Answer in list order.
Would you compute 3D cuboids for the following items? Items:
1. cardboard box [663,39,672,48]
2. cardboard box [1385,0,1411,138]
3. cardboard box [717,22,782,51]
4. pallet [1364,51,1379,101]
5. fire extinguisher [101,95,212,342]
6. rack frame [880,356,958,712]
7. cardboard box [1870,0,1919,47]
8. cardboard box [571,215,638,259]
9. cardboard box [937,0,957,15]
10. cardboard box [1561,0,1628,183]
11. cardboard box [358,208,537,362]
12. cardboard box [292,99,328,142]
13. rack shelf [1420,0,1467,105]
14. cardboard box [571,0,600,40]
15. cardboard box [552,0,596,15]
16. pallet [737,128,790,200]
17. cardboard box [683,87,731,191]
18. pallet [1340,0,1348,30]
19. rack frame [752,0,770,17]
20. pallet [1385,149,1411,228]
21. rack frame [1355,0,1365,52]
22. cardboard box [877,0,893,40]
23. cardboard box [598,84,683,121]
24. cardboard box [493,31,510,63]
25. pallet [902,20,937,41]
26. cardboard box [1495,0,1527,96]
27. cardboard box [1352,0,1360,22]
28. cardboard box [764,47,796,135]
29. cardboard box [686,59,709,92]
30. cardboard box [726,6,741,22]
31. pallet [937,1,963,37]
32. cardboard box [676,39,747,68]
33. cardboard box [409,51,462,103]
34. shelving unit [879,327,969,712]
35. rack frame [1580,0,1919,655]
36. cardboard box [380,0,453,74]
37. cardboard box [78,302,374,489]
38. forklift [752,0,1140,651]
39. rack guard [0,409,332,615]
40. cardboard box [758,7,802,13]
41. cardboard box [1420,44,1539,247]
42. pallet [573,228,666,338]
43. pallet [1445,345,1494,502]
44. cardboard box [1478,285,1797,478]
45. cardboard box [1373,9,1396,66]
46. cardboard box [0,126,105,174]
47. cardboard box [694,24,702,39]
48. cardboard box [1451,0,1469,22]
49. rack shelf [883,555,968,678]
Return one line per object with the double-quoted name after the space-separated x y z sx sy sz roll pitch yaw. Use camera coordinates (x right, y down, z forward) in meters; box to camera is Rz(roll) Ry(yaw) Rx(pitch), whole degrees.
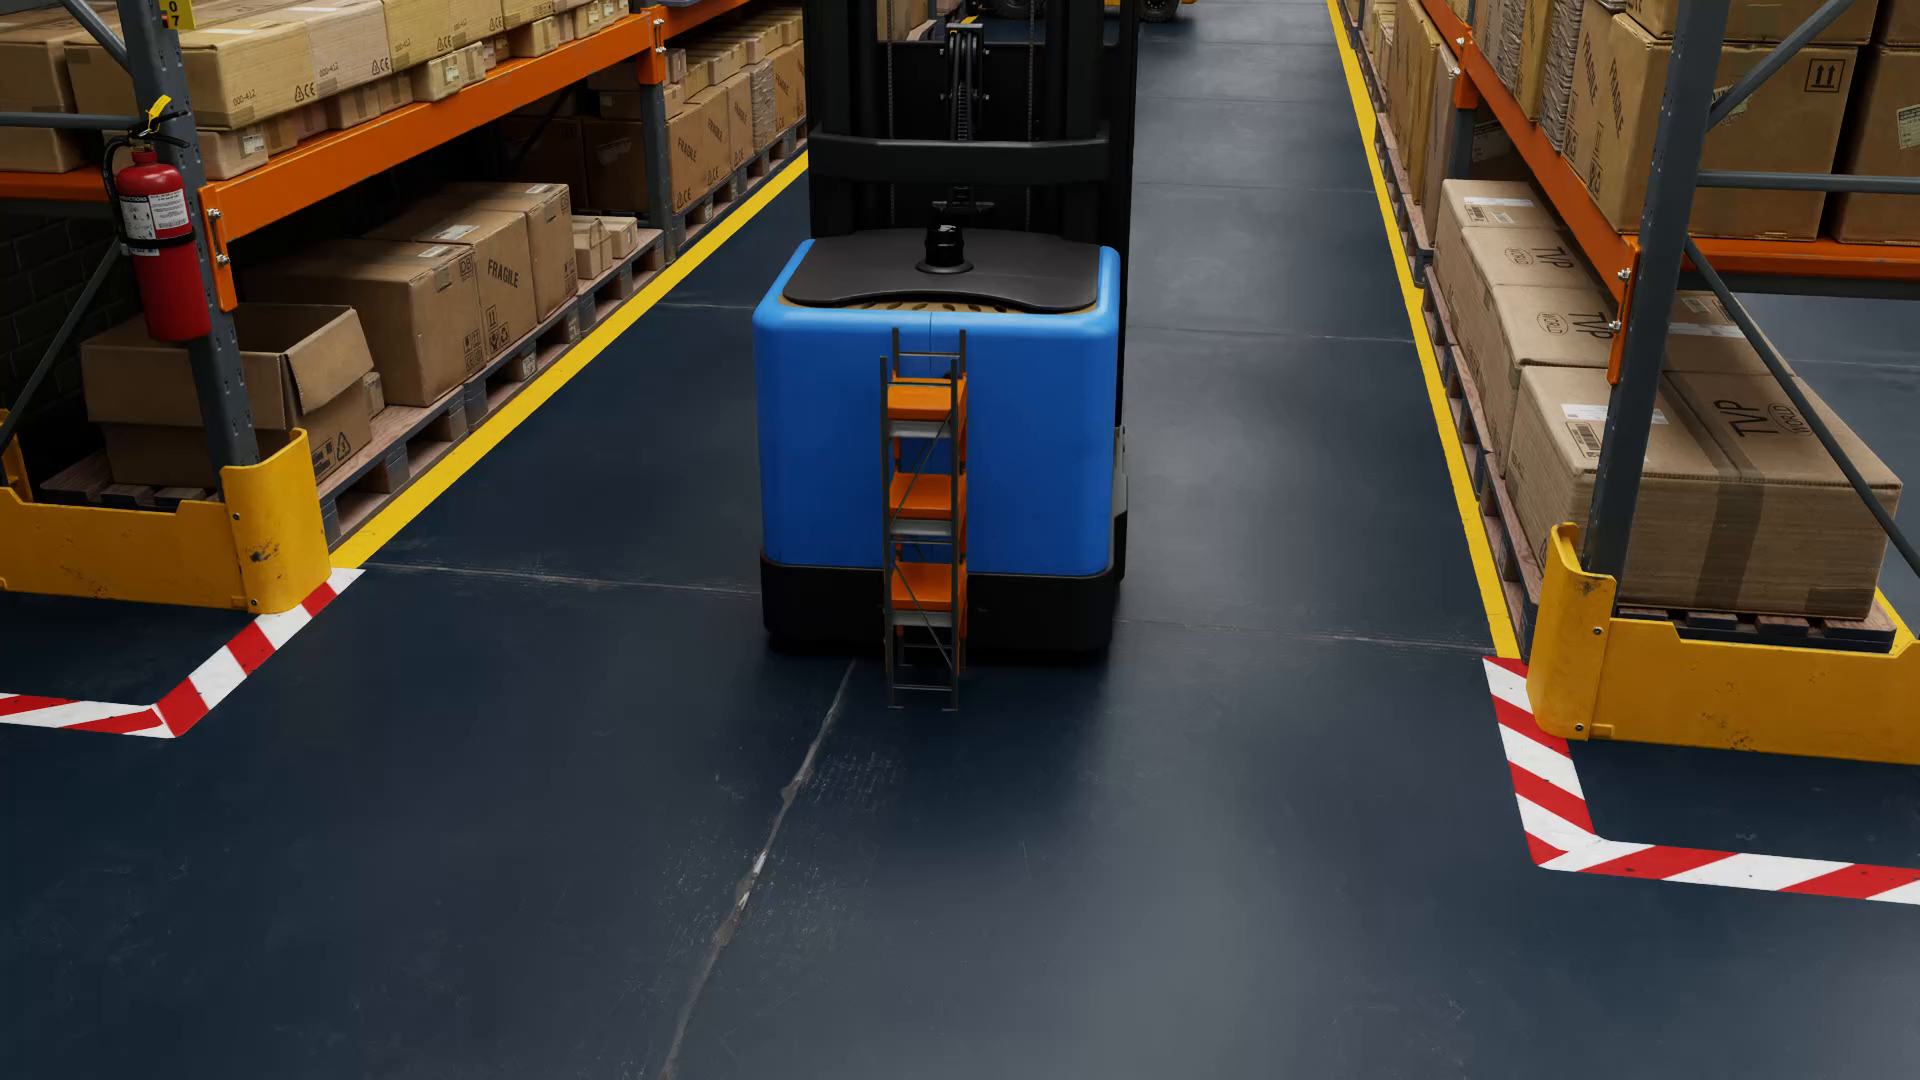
-2.017 -3.046 10.407 0.380 0.149 0.250 3 25 6 "cardboard box"
3.323 -3.148 10.947 0.875 0.875 0.875 4 25 8 "cardboard box"
-1.399 -3.342 11.040 0.380 0.149 0.250 5 26 10 "cardboard box"
3.849 -3.775 13.567 1.003 0.211 1.213 4 25 9 "pallet"
-2.255 -0.902 4.670 0.296 0.674 0.183 4 25 9 "fire extinguisher"
-0.106 0.007 4.498 0.200 1.050 0.008 2 25 5 "rack frame"
2.570 -1.536 4.196 0.500 0.500 0.500 3 25 7 "cardboard box"
-1.835 -1.518 8.322 0.380 0.149 0.250 3 25 7 "cardboard box"
-0.320 -5.342 16.373 0.500 0.250 0.500 4 25 9 "cardboard box"
2.125 -1.331 4.938 0.500 0.500 0.500 3 25 7 "cardboard box"
-2.130 -1.076 6.963 0.500 0.500 0.500 4 25 9 "cardboard box"
-2.358 -1.426 5.554 0.380 0.149 0.250 4 25 8 "cardboard box"
3.191 -3.041 9.556 1.077 0.370 4.000 4 25 9 "rack shelf"
-1.876 -2.387 7.607 0.380 0.149 0.250 5 25 10 "cardboard box"
-1.943 -2.499 7.376 0.500 0.250 0.500 4 25 9 "cardboard box"
-1.741 -2.464 10.765 1.003 0.211 1.213 4 25 9 "pallet"
-1.655 -2.340 9.665 0.500 0.500 0.500 4 25 8 "cardboard box"
4.444 -5.408 17.055 1.003 0.211 1.213 4 25 9 "pallet"
-1.380 -4.545 11.922 1.000 3.000 0.127 4 25 9 "rack frame"
3.113 -2.107 10.002 1.003 0.211 1.213 4 25 9 "pallet"
4.172 -5.876 14.765 1.000 3.000 0.127 4 25 9 "rack frame"
-1.055 -4.475 14.078 0.875 0.625 0.625 3 25 6 "cardboard box"
-1.712 -2.356 8.933 0.380 0.149 0.250 5 26 11 "cardboard box"
-2.112 -2.070 6.931 0.380 0.149 0.250 4 25 9 "cardboard box"
-0.808 -4.644 15.423 1.003 0.211 1.213 4 25 9 "pallet"
2.355 -1.979 6.323 0.500 0.500 0.500 4 25 9 "cardboard box"
4.003 -5.087 15.827 0.500 0.250 0.500 5 26 11 "cardboard box"
-1.412 -2.984 11.040 0.500 0.500 0.500 5 26 11 "cardboard box"
-1.681 -2.701 9.669 0.380 0.149 0.250 4 25 8 "cardboard box"
-1.772 -3.701 11.806 0.380 0.149 0.250 5 26 11 "cardboard box"
-0.555 -5.285 16.792 1.003 0.211 1.213 4 25 9 "pallet"
-1.545 -3.021 10.354 0.380 0.149 0.250 4 25 9 "cardboard box"
-2.103 -1.739 6.224 0.380 0.149 0.250 3 25 7 "cardboard box"
-0.095 -0.045 4.608 0.215 1.050 0.252 2 25 5 "shelving unit"
2.211 -0.857 4.043 1.000 3.000 0.127 4 25 9 "rack frame"
-2.185 -1.860 6.012 0.500 0.250 0.500 4 25 8 "cardboard box"
-2.493 -0.508 5.747 0.797 0.503 0.637 3 25 6 "cardboard box"
0.058 -1.591 5.692 1.130 2.935 3.031 2 25 5 "forklift"
-2.675 -0.099 5.372 1.175 0.500 0.348 4 25 9 "rack guard"
-1.210 -3.673 11.747 0.380 0.149 0.250 3 25 6 "cardboard box"
2.887 -2.023 8.544 0.875 0.875 0.875 5 26 10 "cardboard box"
-2.146 -1.322 8.326 1.003 0.211 1.213 4 25 9 "pallet"
2.466 -0.443 6.447 1.003 0.211 1.213 4 25 9 "pallet"
2.361 -0.553 5.920 0.875 0.438 0.875 5 25 10 "cardboard box"
3.862 -4.065 13.499 0.950 0.372 0.625 5 26 10 "cardboard box"
-2.898 -1.243 5.163 0.380 0.149 0.250 4 25 8 "cardboard box"
-1.940 -3.375 11.109 0.380 0.149 0.250 3 25 6 "cardboard box"
2.689 -2.667 8.087 0.500 0.250 0.500 3 25 7 "cardboard box"
-0.095 0.216 4.730 0.215 0.259 0.240 2 25 5 "rack shelf"
